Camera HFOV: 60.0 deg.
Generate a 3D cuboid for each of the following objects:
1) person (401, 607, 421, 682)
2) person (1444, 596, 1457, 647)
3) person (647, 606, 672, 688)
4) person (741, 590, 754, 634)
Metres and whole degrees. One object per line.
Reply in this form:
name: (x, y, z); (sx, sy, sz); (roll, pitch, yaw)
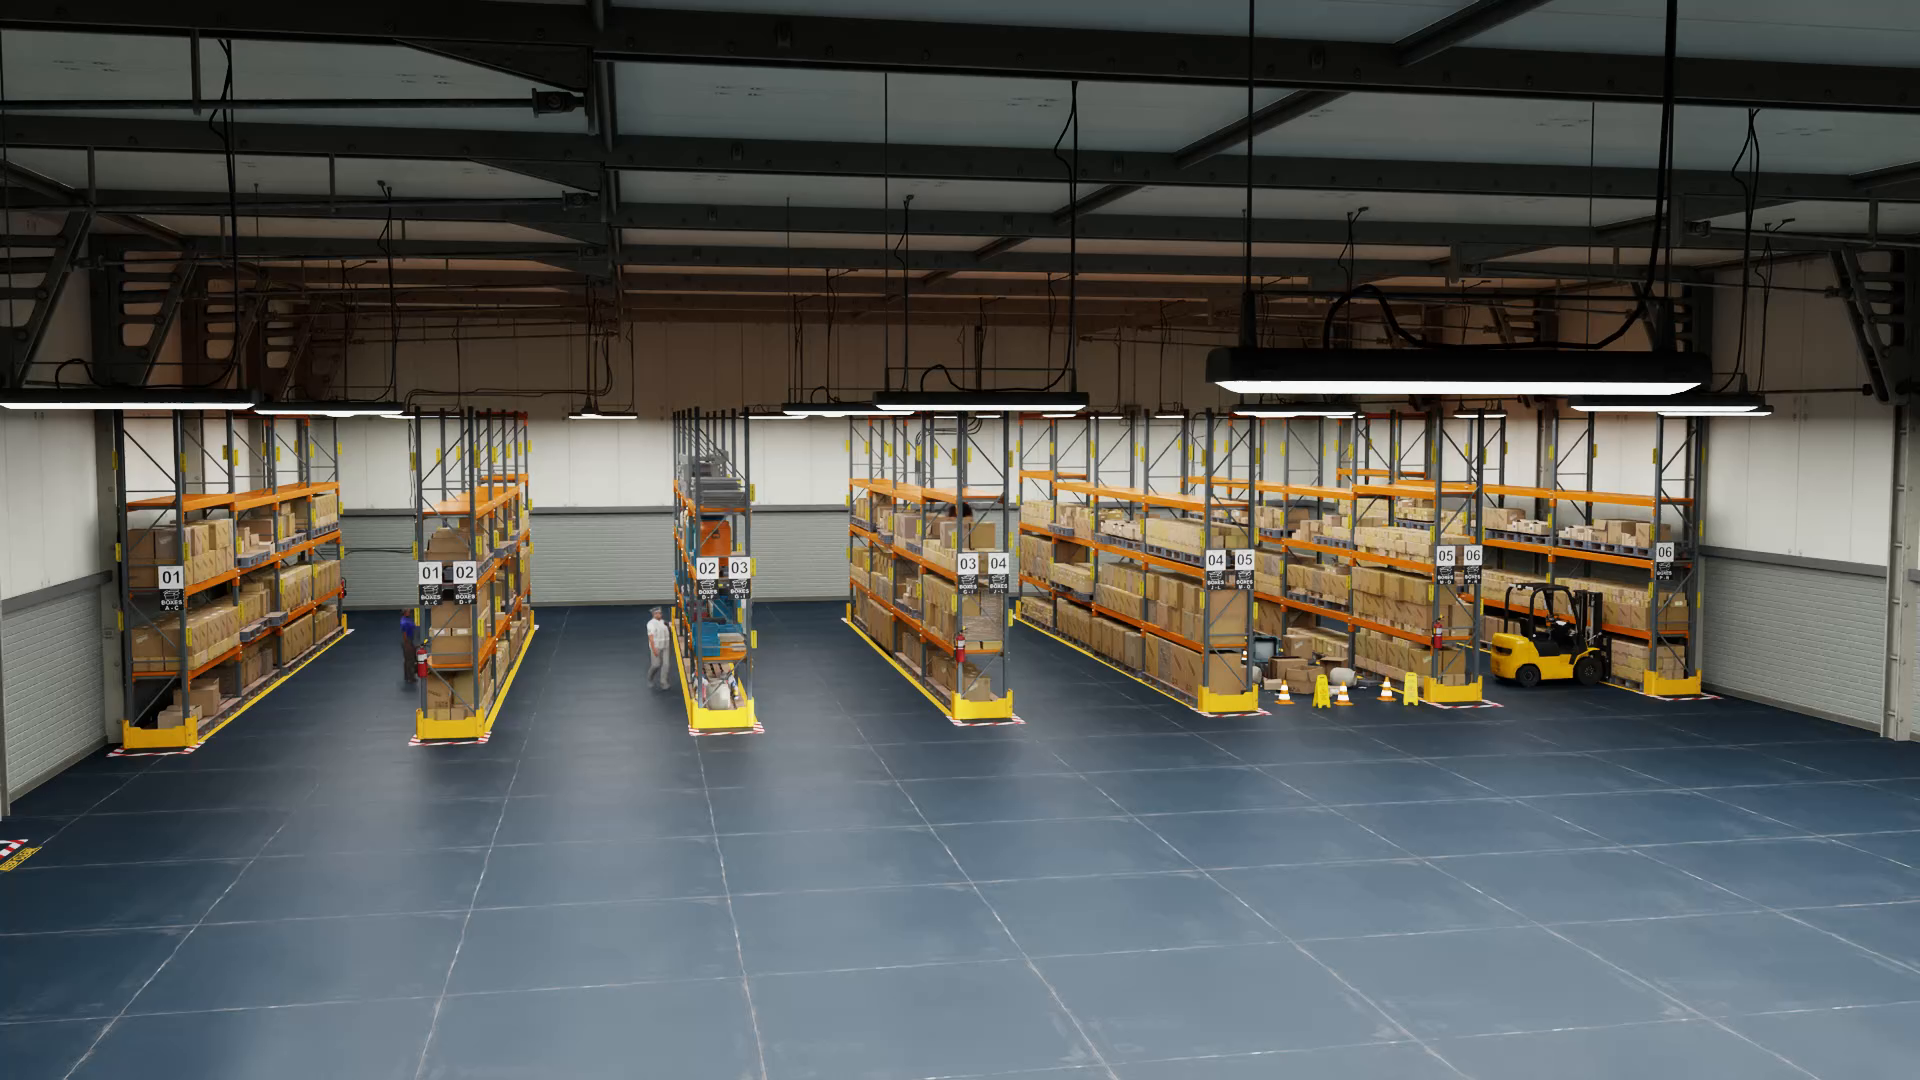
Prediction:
person: (-12.080, 2.294, 36.567); (0.389, 1.657, 0.563); (-1, 4, -18)
person: (11.345, 2.108, 38.536); (0.462, 1.768, 0.641); (2, 4, 25)
person: (-6.476, 2.312, 35.831); (0.581, 1.785, 0.605); (-4, 6, -44)
person: (-5.839, 1.637, 45.049); (0.521, 1.789, 0.608); (1, 4, 17)
